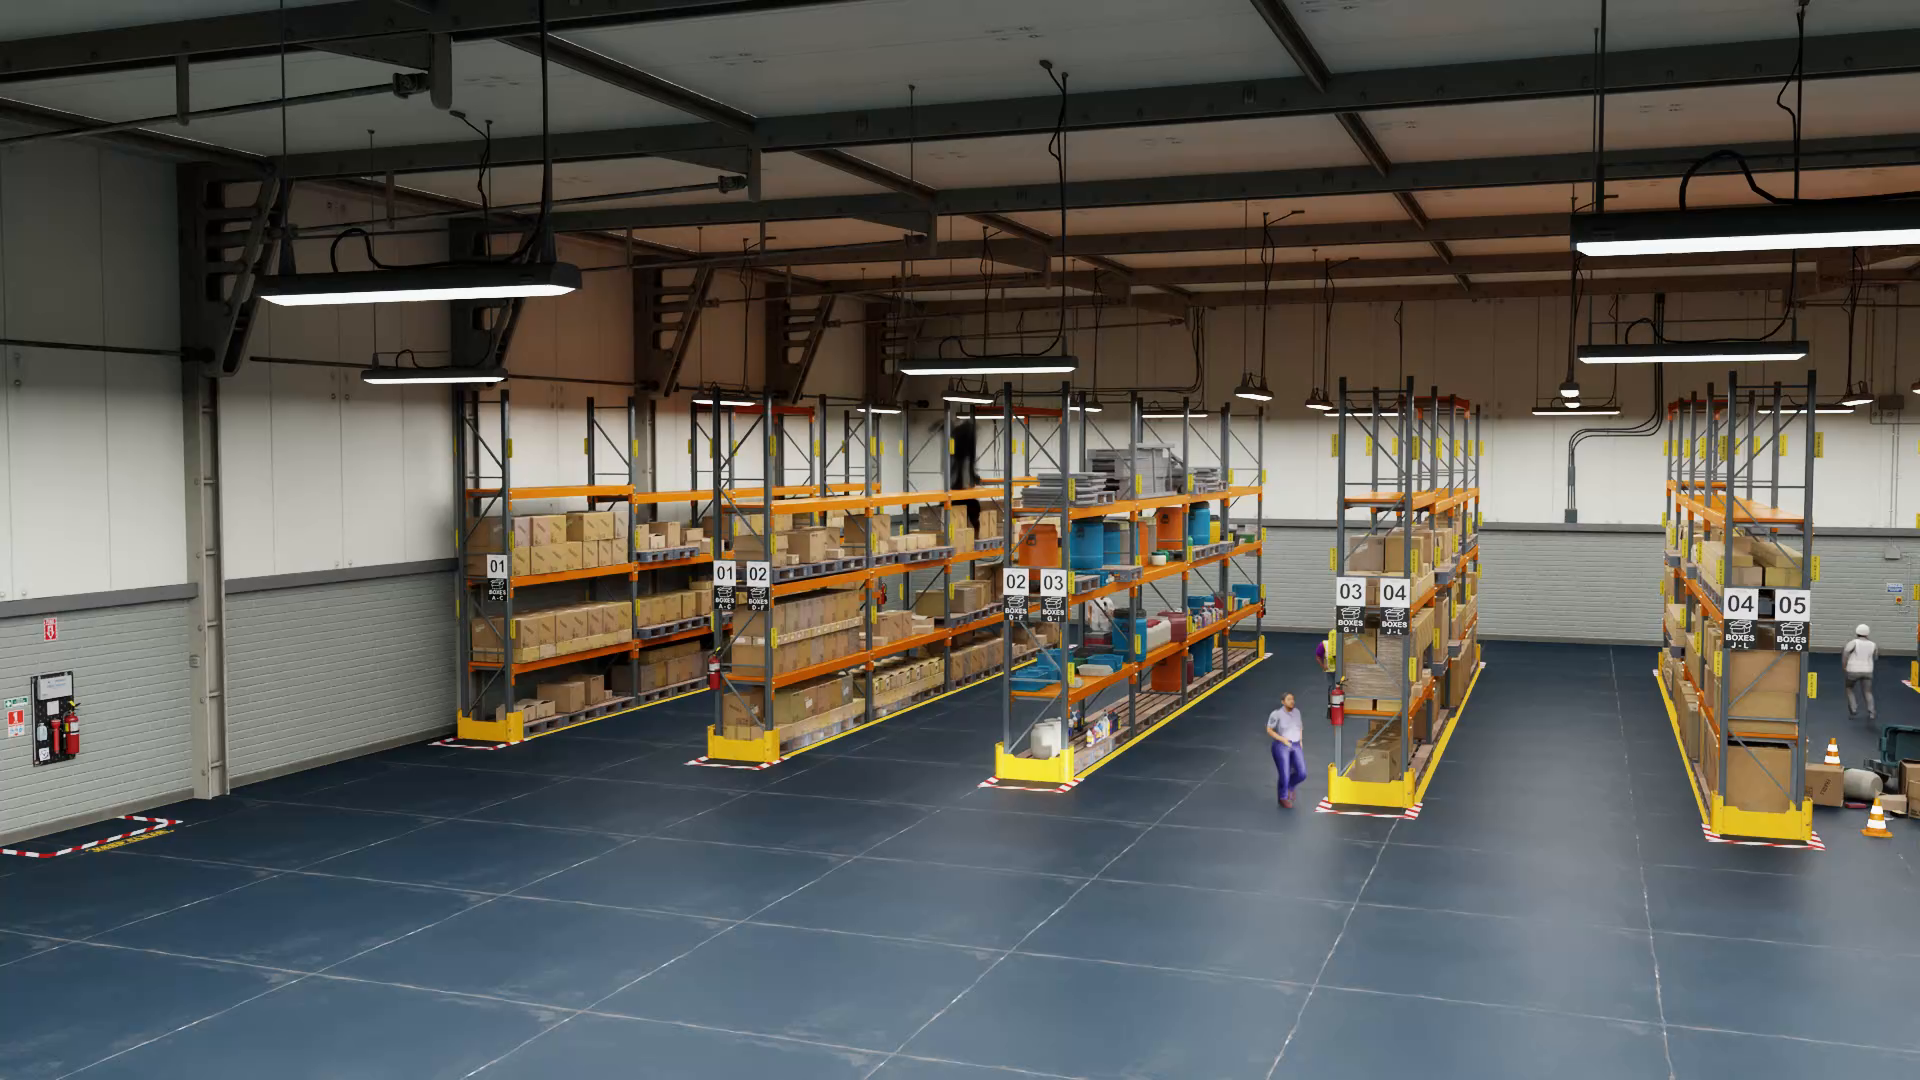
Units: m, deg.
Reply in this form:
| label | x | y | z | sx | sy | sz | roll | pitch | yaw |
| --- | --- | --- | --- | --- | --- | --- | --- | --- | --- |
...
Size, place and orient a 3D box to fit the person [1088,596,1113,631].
| label | x | y | z | sx | sy | sz | roll | pitch | yaw |
| --- | --- | --- | --- | --- | --- | --- | --- | --- | --- |
| person | 3.152 | 1.863 | 37.460 | 0.598 | 1.634 | 0.596 | 1 | 3 | 14 |

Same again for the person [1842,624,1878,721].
| label | x | y | z | sx | sy | sz | roll | pitch | yaw |
| --- | --- | --- | --- | --- | --- | --- | --- | --- | --- |
| person | 16.455 | 2.447 | 30.414 | 0.660 | 1.809 | 0.878 | 1 | 3 | 14 |

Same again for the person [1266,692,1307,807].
| label | x | y | z | sx | sy | sz | roll | pitch | yaw |
| --- | --- | --- | --- | --- | --- | --- | --- | --- | --- |
| person | 4.579 | 2.924 | 23.181 | 0.608 | 1.614 | 0.517 | -1 | 3 | -17 |

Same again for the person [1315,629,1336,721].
| label | x | y | z | sx | sy | sz | roll | pitch | yaw |
| --- | --- | --- | --- | --- | --- | --- | --- | --- | --- |
| person | 6.989 | 2.475 | 30.972 | 0.743 | 1.714 | 1.056 | 1 | 3 | 12 |

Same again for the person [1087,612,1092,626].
| label | x | y | z | sx | sy | sz | roll | pitch | yaw |
| --- | --- | --- | --- | --- | --- | --- | --- | --- | --- |
| person | 3.238 | 2.066 | 38.999 | 0.509 | 1.559 | 0.631 | 1 | 3 | 13 |
